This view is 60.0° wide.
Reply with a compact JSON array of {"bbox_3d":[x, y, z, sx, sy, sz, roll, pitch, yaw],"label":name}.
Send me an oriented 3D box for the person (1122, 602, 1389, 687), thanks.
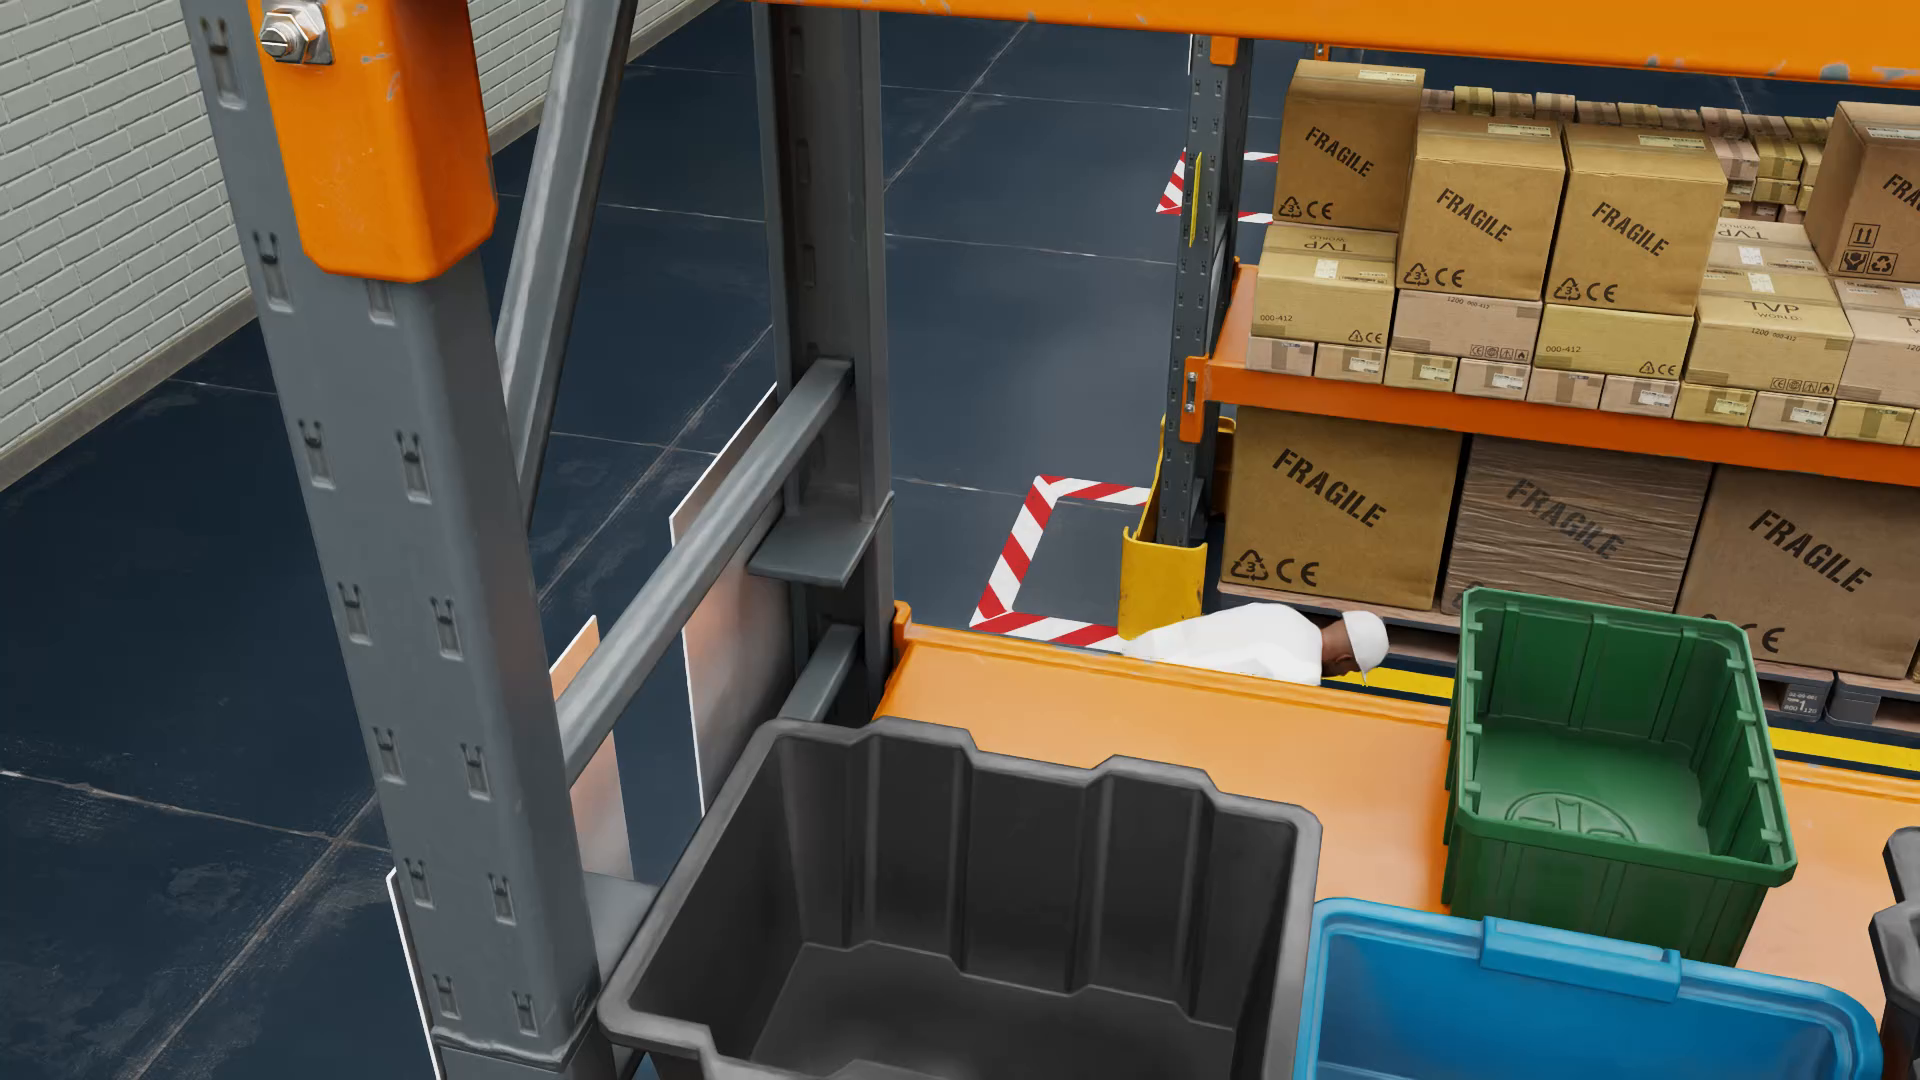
[{"bbox_3d":[1.049,0.615,6.075,0.966,0.815,0.525,-1,33,-1],"label":"person"}]
